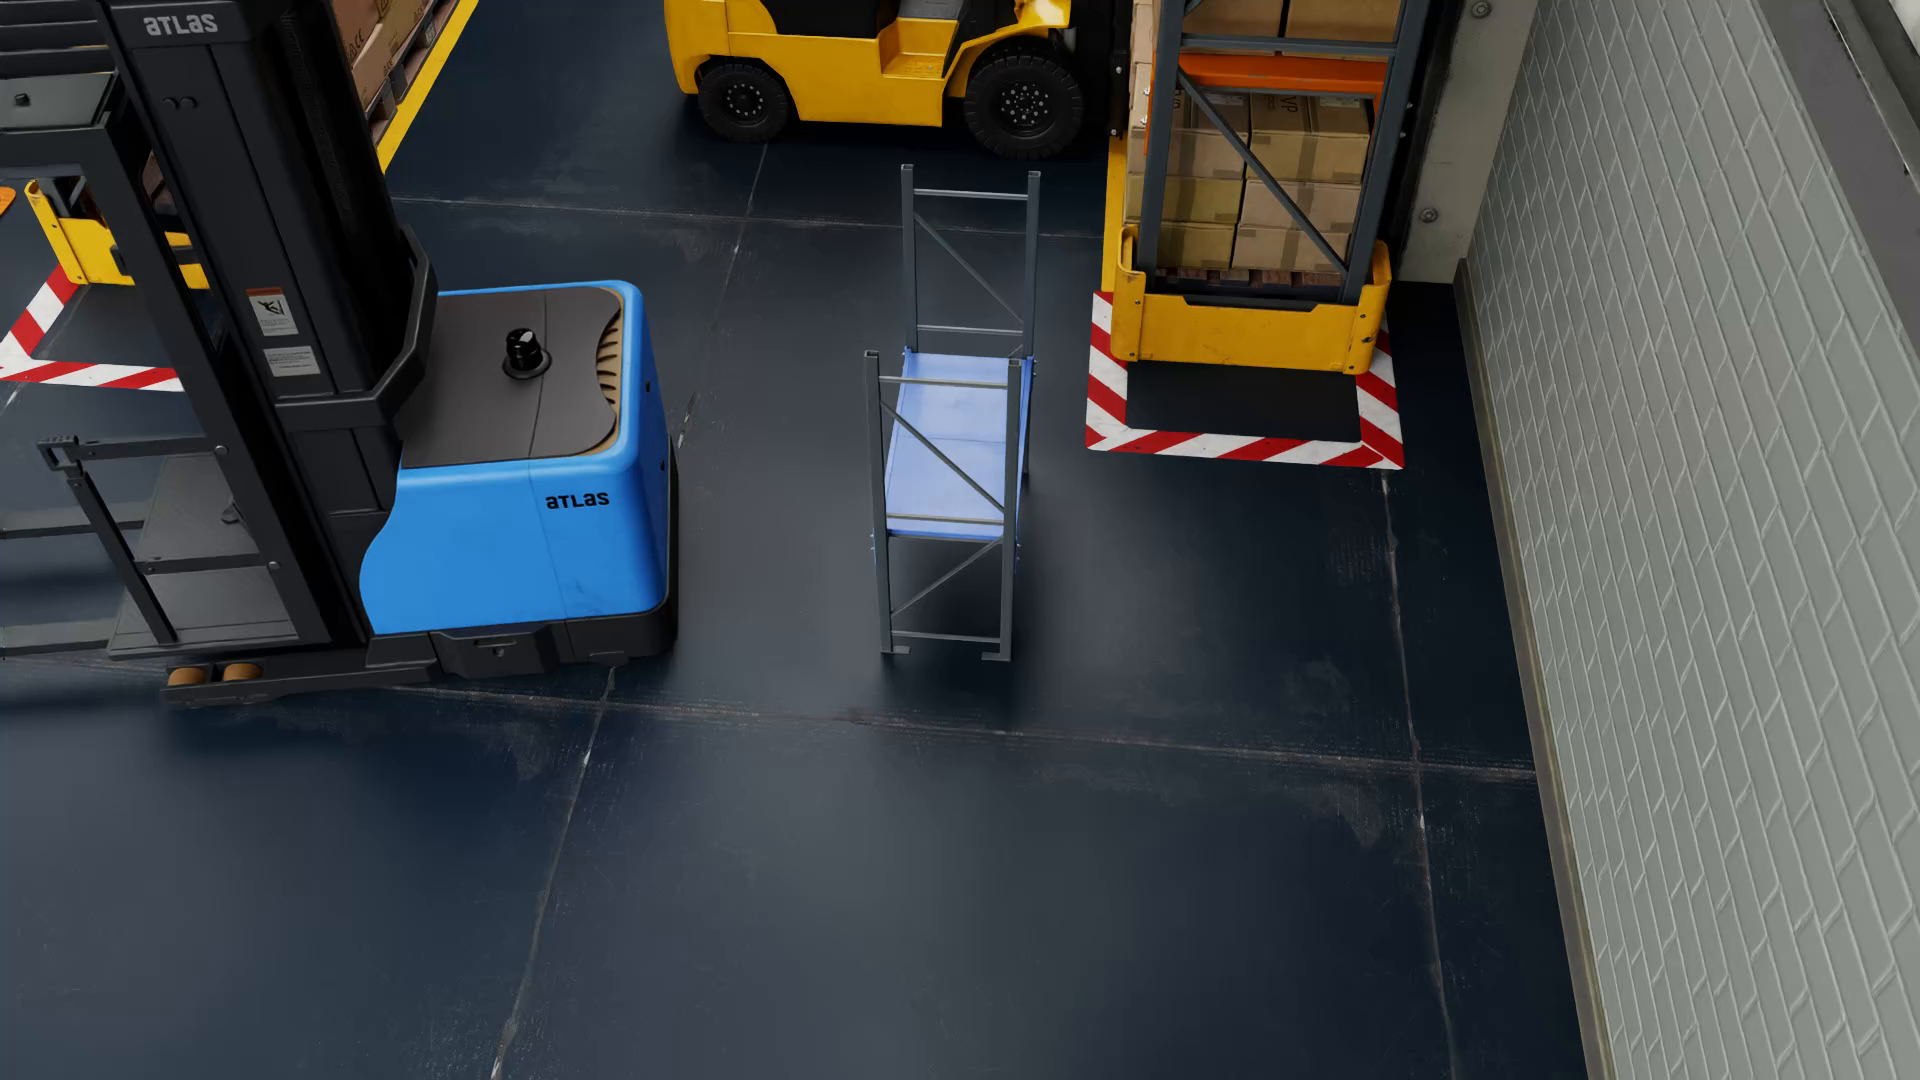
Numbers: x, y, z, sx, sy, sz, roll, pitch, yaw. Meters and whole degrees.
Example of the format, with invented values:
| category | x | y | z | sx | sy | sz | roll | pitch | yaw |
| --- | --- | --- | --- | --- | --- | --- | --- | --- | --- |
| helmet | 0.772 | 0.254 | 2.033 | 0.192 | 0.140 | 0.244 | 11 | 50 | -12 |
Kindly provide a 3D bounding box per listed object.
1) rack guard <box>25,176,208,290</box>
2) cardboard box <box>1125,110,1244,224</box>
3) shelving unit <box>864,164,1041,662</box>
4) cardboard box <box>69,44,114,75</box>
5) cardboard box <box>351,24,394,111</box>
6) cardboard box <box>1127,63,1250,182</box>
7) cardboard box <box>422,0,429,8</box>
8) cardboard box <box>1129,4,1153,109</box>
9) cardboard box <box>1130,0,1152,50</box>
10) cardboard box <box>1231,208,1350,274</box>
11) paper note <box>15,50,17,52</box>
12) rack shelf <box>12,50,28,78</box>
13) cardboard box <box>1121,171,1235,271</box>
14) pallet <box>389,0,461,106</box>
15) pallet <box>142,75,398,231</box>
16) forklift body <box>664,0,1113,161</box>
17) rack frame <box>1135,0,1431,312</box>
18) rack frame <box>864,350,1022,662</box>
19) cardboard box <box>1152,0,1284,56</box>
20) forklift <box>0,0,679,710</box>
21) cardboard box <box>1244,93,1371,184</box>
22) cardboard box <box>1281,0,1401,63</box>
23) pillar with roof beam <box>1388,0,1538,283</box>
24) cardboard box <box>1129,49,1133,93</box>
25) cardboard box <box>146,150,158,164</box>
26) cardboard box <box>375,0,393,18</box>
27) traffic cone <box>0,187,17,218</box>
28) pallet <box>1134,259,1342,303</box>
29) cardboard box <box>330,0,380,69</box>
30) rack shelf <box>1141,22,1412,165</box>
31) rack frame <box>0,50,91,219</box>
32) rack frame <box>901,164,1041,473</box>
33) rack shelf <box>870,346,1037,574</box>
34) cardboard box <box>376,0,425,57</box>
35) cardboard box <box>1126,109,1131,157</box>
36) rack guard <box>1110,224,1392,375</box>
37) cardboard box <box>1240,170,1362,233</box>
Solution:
| category | x | y | z | sx | sy | sz | roll | pitch | yaw |
| --- | --- | --- | --- | --- | --- | --- | --- | --- | --- |
| rack guard | -3.658 | -1.476 | 7.787 | 1.175 | 0.500 | 0.348 | 4 | 48 | 4 |
| cardboard box | 1.011 | -1.694 | 7.533 | 0.500 | 0.250 | 0.500 | 3 | 48 | 3 |
| shelving unit | -0.008 | -0.443 | 6.165 | 0.538 | 1.500 | 1.048 | 4 | 48 | 4 |
| cardboard box | -3.852 | -2.337 | 7.951 | 0.500 | 0.500 | 0.500 | 4 | 48 | 4 |
| cardboard box | -3.262 | -2.427 | 8.541 | 0.500 | 0.250 | 0.500 | 5 | 48 | 5 |
| cardboard box | 1.009 | -1.844 | 7.331 | 0.500 | 0.250 | 0.500 | 5 | 48 | 5 |
| cardboard box | -3.177 | -3.199 | 9.248 | 0.500 | 0.250 | 0.500 | 5 | 48 | 4 |
| cardboard box | 1.050 | -2.219 | 7.674 | 0.500 | 0.250 | 0.500 | 5 | 48 | 4 |
| cardboard box | 1.086 | -2.591 | 8.014 | 0.500 | 0.250 | 0.500 | 4 | 48 | 4 |
| cardboard box | 1.518 | -1.495 | 7.689 | 0.500 | 0.250 | 0.500 | 4 | 48 | 4 |
| paper note | -5.335 | -2.701 | 9.233 | 0.148 | 0.019 | 0.142 | 19 | 50 | 17 |
| rack shelf | -3.483 | -3.491 | 8.424 | 1.077 | 0.370 | 4.000 | 4 | 48 | 4 |
| cardboard box | 1.006 | -1.513 | 7.706 | 0.500 | 0.250 | 0.500 | 4 | 48 | 4 |
| pallet | -3.435 | -2.868 | 9.256 | 1.003 | 0.211 | 1.213 | 4 | 48 | 4 |
| pallet | -3.549 | -1.973 | 8.438 | 1.003 | 0.211 | 1.213 | 4 | 48 | 4 |
| forklift body | -0.366 | -3.163 | 8.211 | 2.313 | 2.155 | 1.214 | 4 | 48 | 4 |
| rack frame | 1.278 | -1.933 | 6.511 | 1.000 | 3.000 | 0.127 | 4 | 48 | 4 |
| rack frame | -0.054 | -0.070 | 5.824 | 0.500 | 1.500 | 0.032 | 4 | 48 | 4 |
| cardboard box | 1.061 | -2.346 | 6.821 | 0.500 | 0.500 | 0.500 | 3 | 48 | 3 |
| forklift | -2.631 | -0.774 | 5.497 | 3.031 | 2.935 | 1.130 | -5 | 48 | -4 |
| cardboard box | 1.510 | -1.825 | 7.313 | 0.500 | 0.250 | 0.500 | 3 | 48 | 3 |
| cardboard box | 1.600 | -2.312 | 6.790 | 0.500 | 0.500 | 0.500 | 5 | 48 | 5 |
| pillar with roof beam | -2.048 | -4.698 | 4.975 | 9.100 | 9.000 | 0.400 | 4 | 48 | 4 |
| cardboard box | 1.094 | -2.443 | 8.217 | 0.500 | 0.250 | 0.500 | 3 | 48 | 3 |
| cardboard box | -3.857 | -2.108 | 8.250 | 0.500 | 0.250 | 0.500 | 4 | 48 | 3 |
| cardboard box | -3.218 | -3.075 | 8.626 | 0.500 | 0.500 | 0.500 | 5 | 48 | 4 |
| traffic cone | -4.911 | -1.811 | 8.118 | 0.336 | 0.463 | 0.334 | 4 | 48 | 4 |
| pallet | 1.306 | -1.557 | 8.057 | 1.003 | 0.211 | 1.213 | 4 | 48 | 4 |
| cardboard box | -3.272 | -2.707 | 8.290 | 0.500 | 0.500 | 0.500 | 2 | 48 | 2 |
| rack shelf | 1.460 | -3.160 | 8.121 | 1.077 | 0.370 | 4.000 | 4 | 48 | 4 |
| rack frame | -3.665 | -2.264 | 6.814 | 1.000 | 3.000 | 0.127 | 4 | 48 | 4 |
| rack frame | 0.039 | -0.817 | 6.507 | 0.500 | 1.500 | 0.032 | 4 | 48 | 4 |
| rack shelf | -0.008 | -0.322 | 6.298 | 0.538 | 0.185 | 1.000 | 4 | 48 | 4 |
| cardboard box | -3.225 | -2.828 | 8.909 | 0.500 | 0.250 | 0.500 | 7 | 48 | 6 |
| cardboard box | 1.061 | -1.878 | 8.040 | 0.500 | 0.250 | 0.500 | 4 | 48 | 4 |
| rack guard | 1.276 | -1.072 | 7.417 | 1.175 | 0.500 | 0.348 | 4 | 48 | 4 |
| cardboard box | 1.528 | -1.647 | 7.490 | 0.500 | 0.250 | 0.500 | 5 | 48 | 4 |
